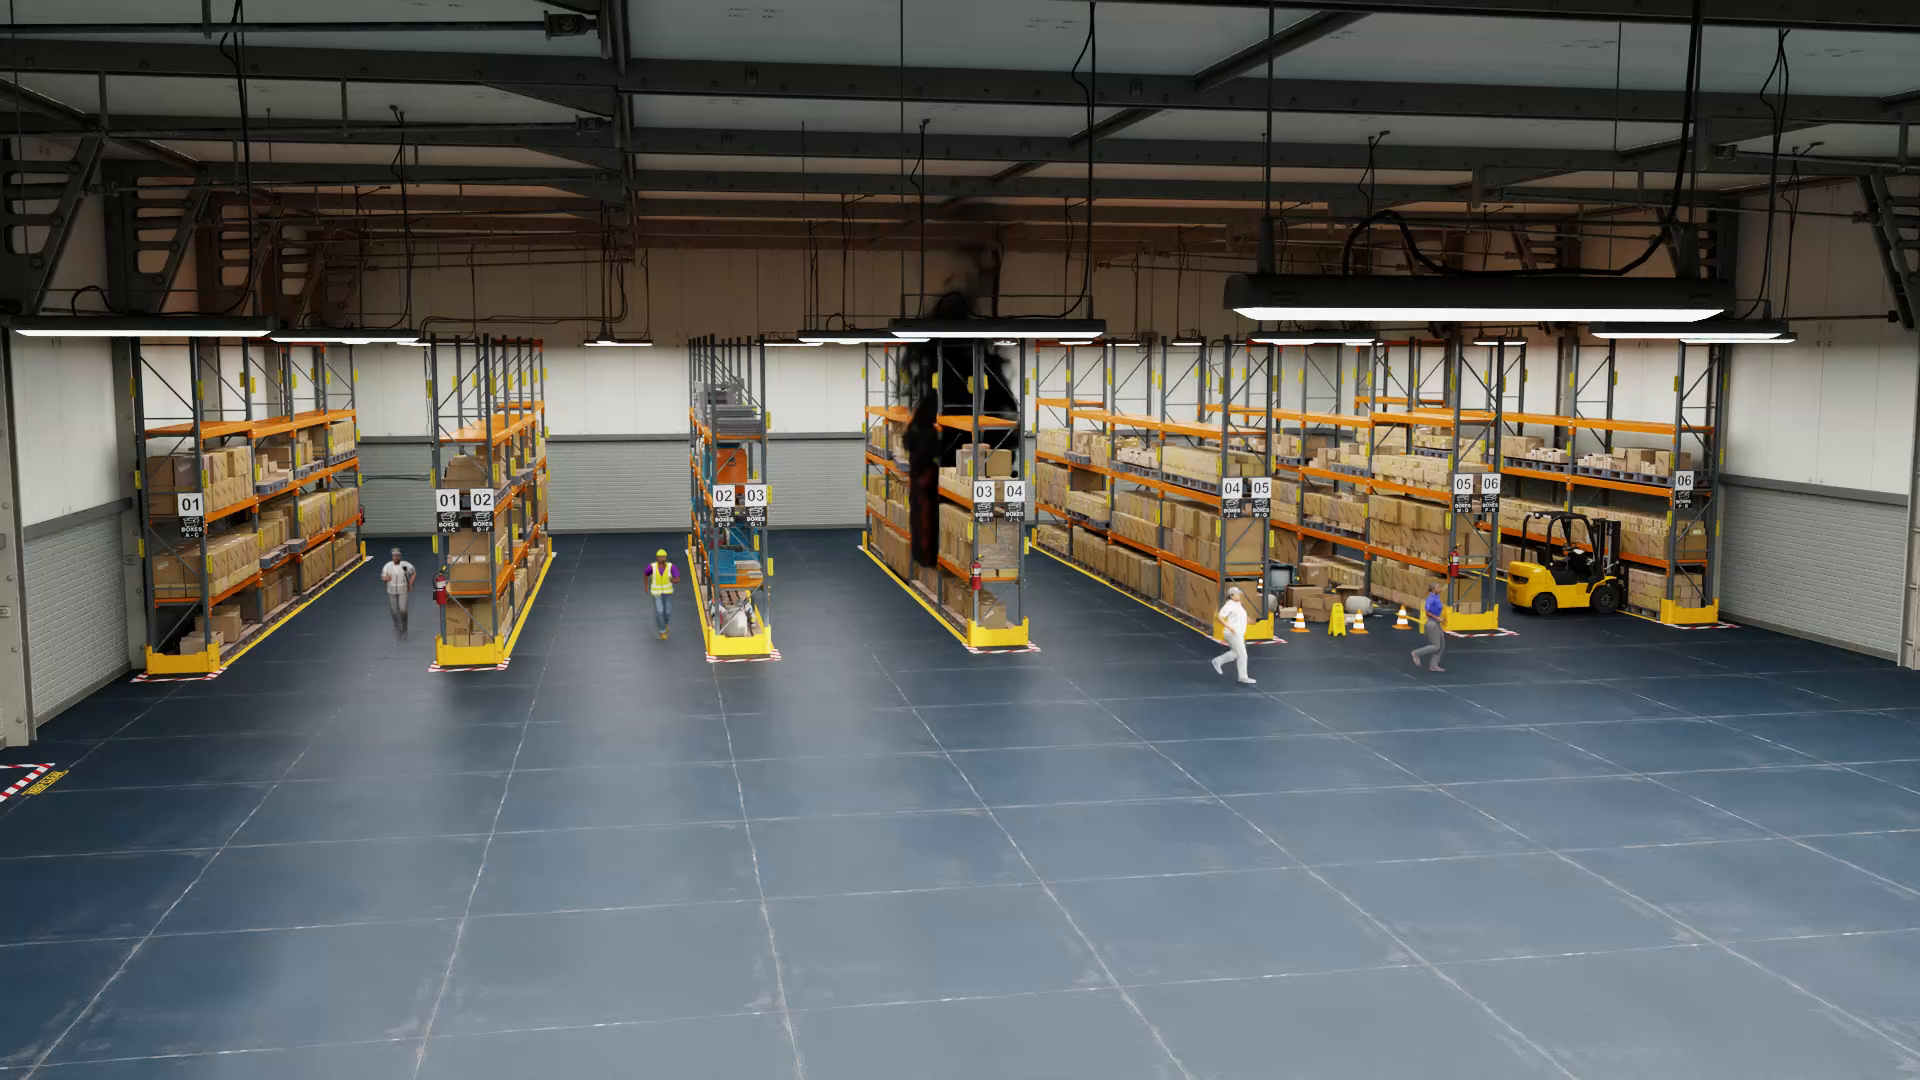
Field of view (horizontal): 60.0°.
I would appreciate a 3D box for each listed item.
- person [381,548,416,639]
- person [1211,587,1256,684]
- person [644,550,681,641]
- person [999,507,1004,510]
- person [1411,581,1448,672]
[{"bbox_3d":[-11.167,1.070,33.061,0.640,1.836,0.727,-1,7,-10],"label":"person"},{"bbox_3d":[4.714,1.628,28.697,0.862,1.625,0.619,4,8,29],"label":"person"},{"bbox_3d":[-5.881,1.053,32.891,0.701,1.750,0.981,-2,7,-15],"label":"person"},{"bbox_3d":[1.132,-0.657,48.511,0.712,1.671,0.623,3,7,25],"label":"person"},{"bbox_3d":[8.391,1.540,29.621,0.624,1.601,0.575,3,7,25],"label":"person"}]
